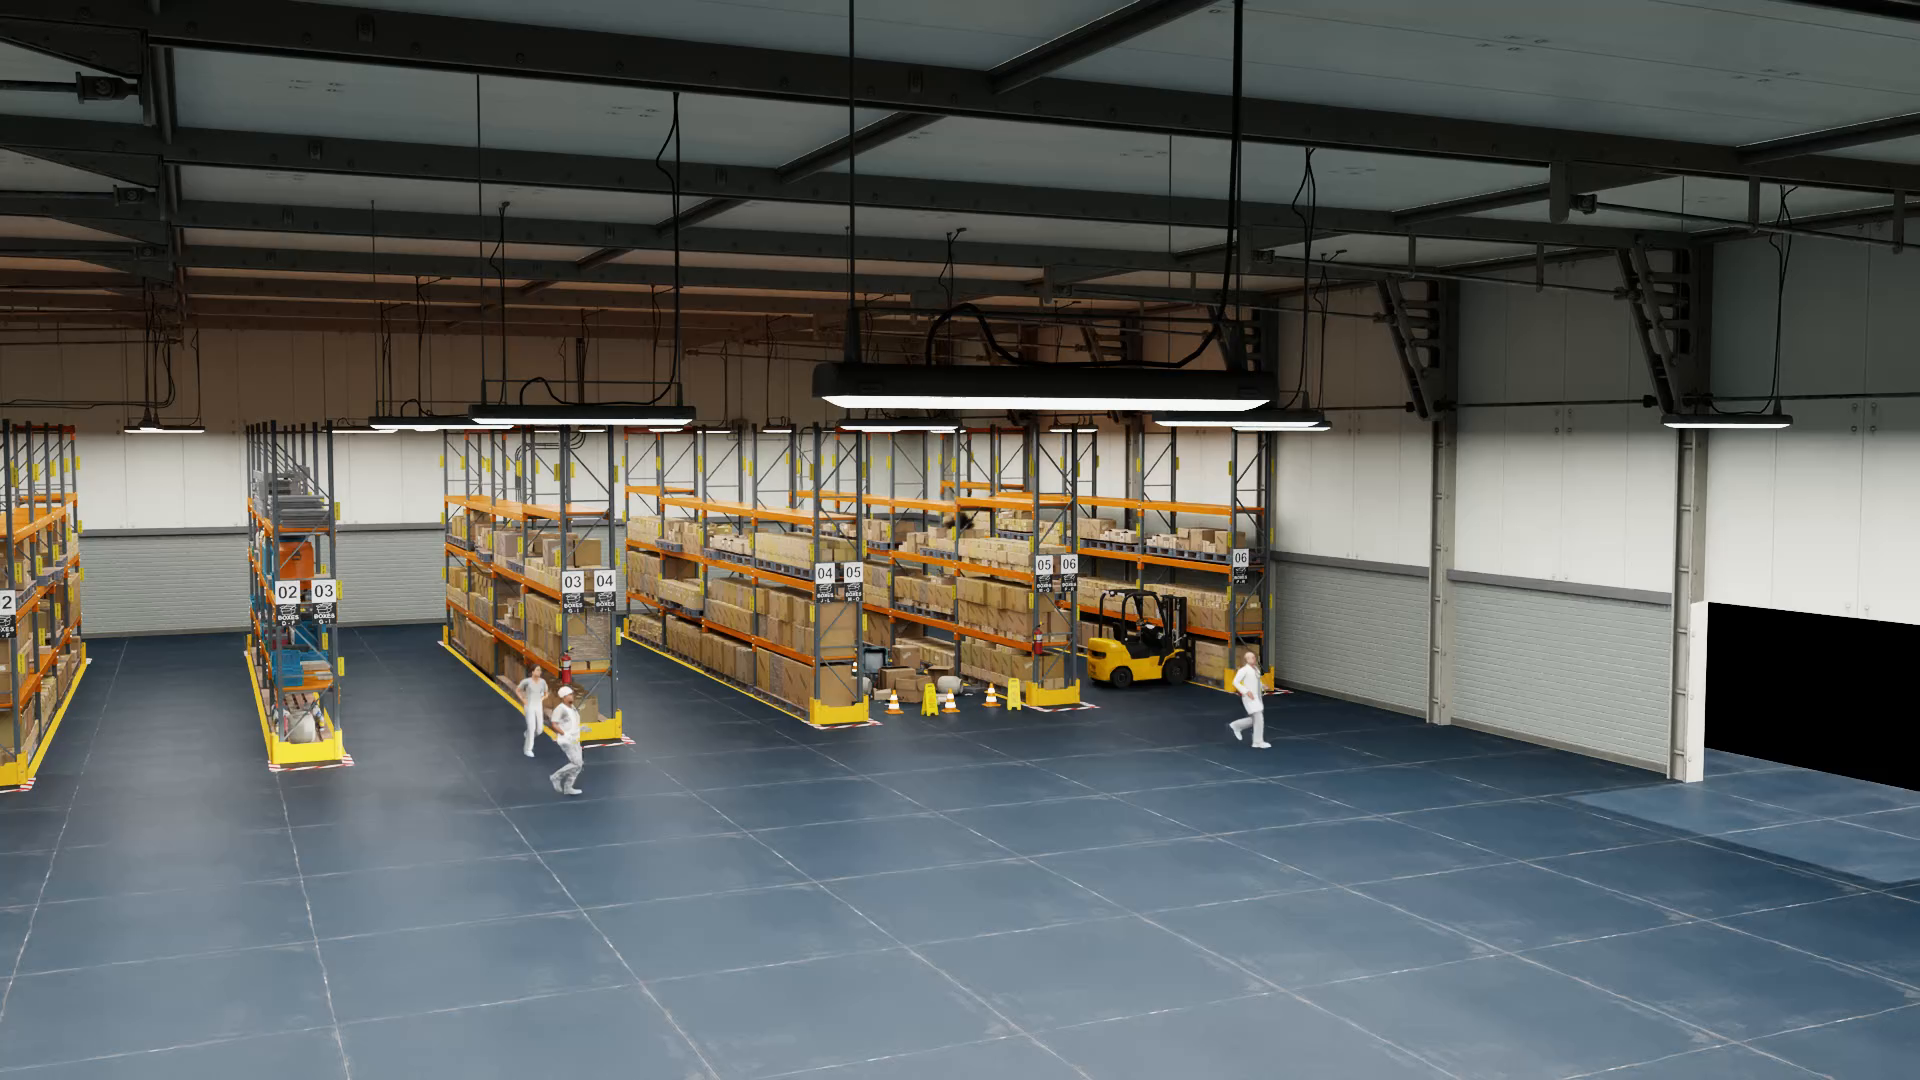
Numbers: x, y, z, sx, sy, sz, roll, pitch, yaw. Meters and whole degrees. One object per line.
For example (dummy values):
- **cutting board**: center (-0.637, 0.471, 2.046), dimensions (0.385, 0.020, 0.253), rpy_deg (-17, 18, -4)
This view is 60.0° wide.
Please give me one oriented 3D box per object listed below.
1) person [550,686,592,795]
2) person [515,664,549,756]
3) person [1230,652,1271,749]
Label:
- **person**: center (-6.209, 3.196, 26.473), dimensions (0.612, 1.735, 0.678), rpy_deg (0, 4, 2)
- **person**: center (-7.731, 3.054, 30.129), dimensions (0.596, 1.628, 0.769), rpy_deg (-3, 5, -41)
- **person**: center (5.337, 2.936, 30.605), dimensions (0.896, 1.745, 0.720), rpy_deg (3, 4, 37)
